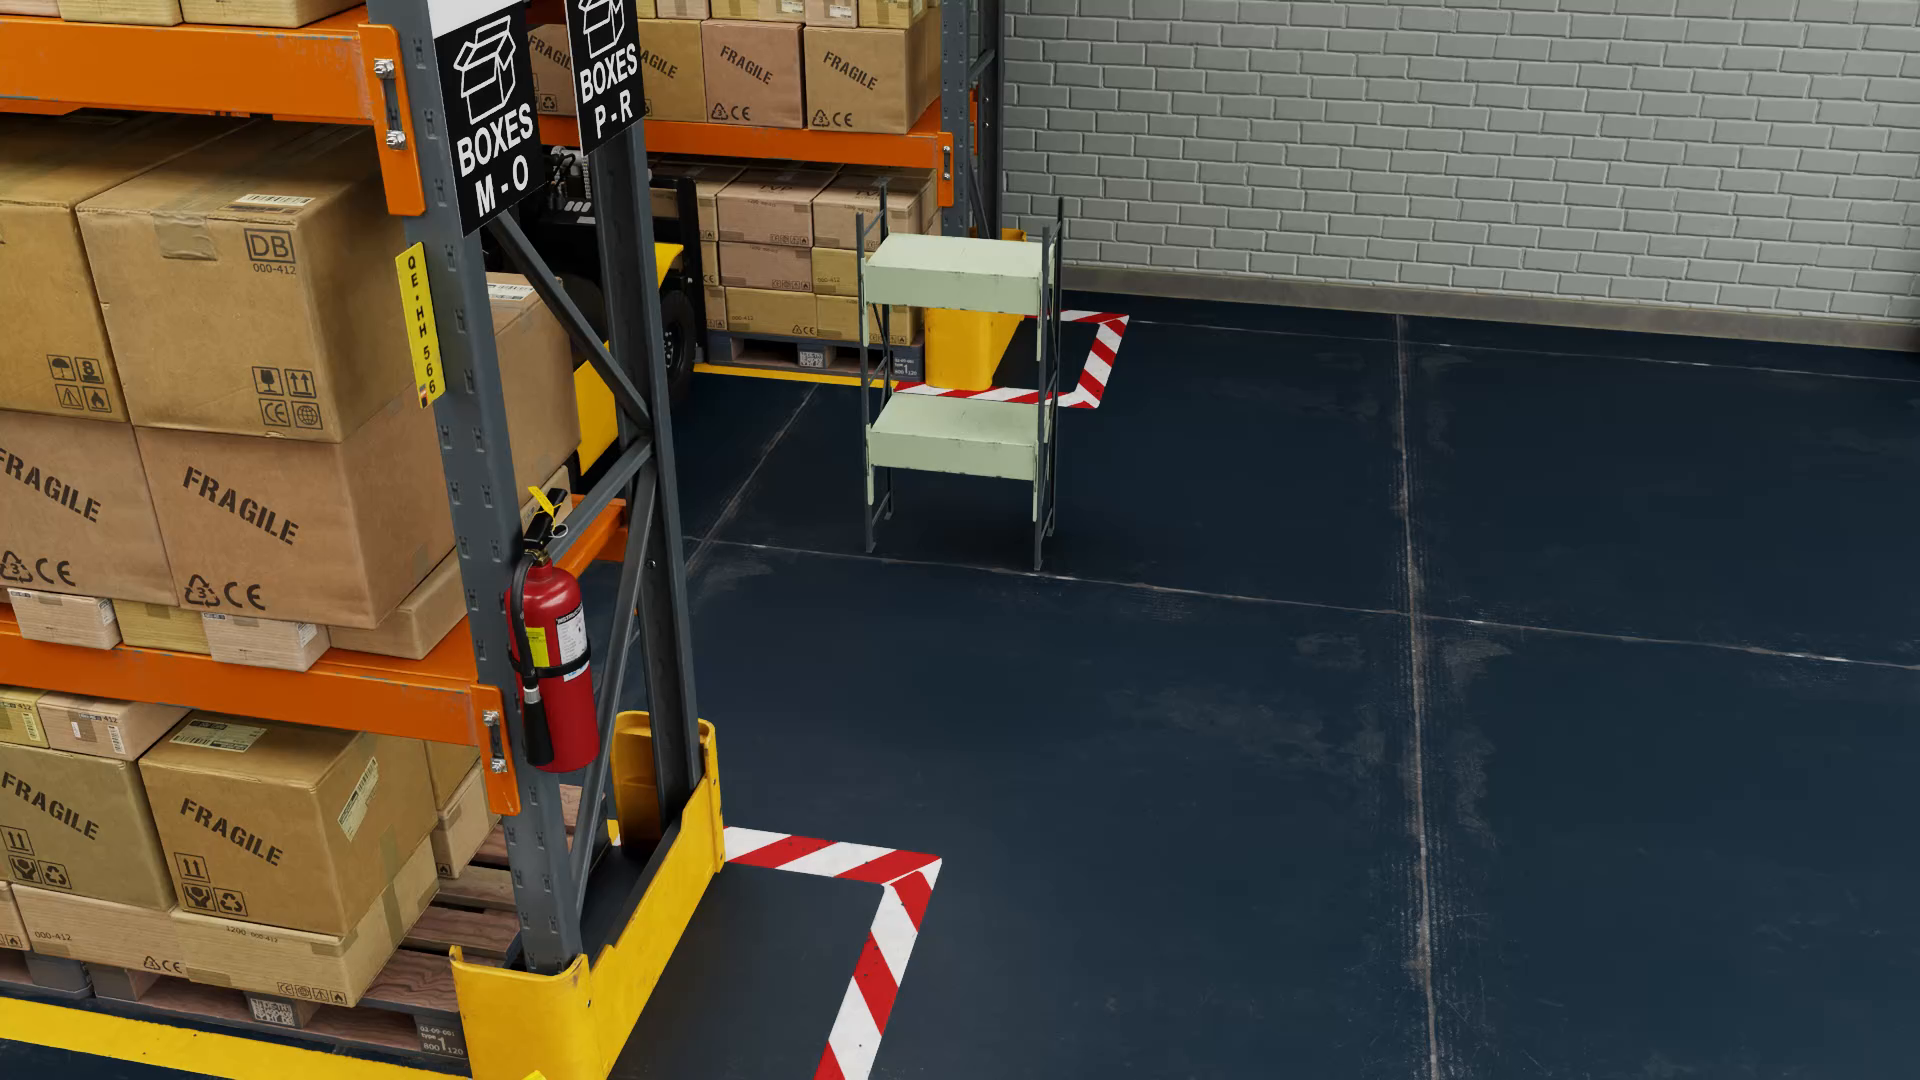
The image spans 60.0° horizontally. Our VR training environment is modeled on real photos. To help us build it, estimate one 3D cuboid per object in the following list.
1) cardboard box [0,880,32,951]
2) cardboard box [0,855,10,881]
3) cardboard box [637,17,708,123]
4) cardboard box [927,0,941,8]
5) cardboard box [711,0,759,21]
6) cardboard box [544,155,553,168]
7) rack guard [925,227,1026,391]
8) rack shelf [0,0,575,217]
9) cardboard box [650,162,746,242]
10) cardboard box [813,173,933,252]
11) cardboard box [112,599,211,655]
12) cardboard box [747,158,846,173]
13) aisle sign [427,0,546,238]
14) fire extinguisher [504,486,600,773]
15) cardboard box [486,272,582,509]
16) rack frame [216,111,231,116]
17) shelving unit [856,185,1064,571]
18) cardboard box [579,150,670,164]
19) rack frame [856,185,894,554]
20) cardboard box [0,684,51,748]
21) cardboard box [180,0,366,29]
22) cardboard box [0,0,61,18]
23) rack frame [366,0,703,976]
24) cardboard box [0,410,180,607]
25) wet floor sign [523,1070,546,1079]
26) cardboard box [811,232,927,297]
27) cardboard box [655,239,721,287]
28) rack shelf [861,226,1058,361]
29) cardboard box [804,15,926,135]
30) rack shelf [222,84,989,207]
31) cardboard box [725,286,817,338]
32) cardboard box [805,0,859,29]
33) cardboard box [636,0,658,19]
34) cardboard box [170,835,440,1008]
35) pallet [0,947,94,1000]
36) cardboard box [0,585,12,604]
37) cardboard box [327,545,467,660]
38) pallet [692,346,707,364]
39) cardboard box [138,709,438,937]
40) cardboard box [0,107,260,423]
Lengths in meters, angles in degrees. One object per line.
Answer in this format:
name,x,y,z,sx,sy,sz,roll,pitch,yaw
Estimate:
cardboard box,-2.826,0.915,4.881,0.500,0.250,0.500,5,29,9
cardboard box,-2.802,0.584,4.705,0.500,0.500,0.500,5,29,9
cardboard box,-1.471,-2.456,8.508,0.500,0.500,0.500,5,29,10
cardboard box,-0.206,-2.862,8.575,0.250,0.149,0.380,5,29,9
cardboard box,-1.063,-2.706,8.290,0.250,0.149,0.380,6,29,10
cardboard box,-2.445,-1.900,8.981,0.500,0.250,0.500,7,29,12
rack guard,0.095,-1.279,9.066,0.348,0.500,1.175,6,29,11
rack shelf,-2.917,-1.247,4.030,4.000,0.370,1.077,6,29,11
cardboard box,-1.440,-1.789,8.779,0.500,0.250,0.500,6,29,11
cardboard box,-0.444,-1.695,8.606,0.500,0.250,0.500,7,29,12
cardboard box,-1.889,0.117,4.174,0.250,0.149,0.380,5,29,10
cardboard box,-0.848,-1.980,9.128,0.500,0.250,0.500,6,29,11
aisle sign,-0.961,-1.045,3.327,0.004,0.787,0.394,6,29,11
fire extinguisher,-0.945,0.215,3.814,0.183,0.674,0.296,6,29,11
cardboard box,-1.366,-0.399,4.441,0.500,0.500,0.500,5,29,10
rack frame,-3.840,-2.779,9.203,0.127,3.000,1.000,6,29,11
shelving unit,0.007,-0.657,6.889,0.755,1.500,0.431,6,29,11
cardboard box,-1.835,-2.090,9.329,0.500,0.250,0.500,5,29,10
rack frame,-0.351,-0.694,6.956,0.023,1.500,0.400,6,29,11
cardboard box,-2.417,0.372,4.417,0.250,0.149,0.380,6,29,11
cardboard box,-1.368,-1.157,3.377,0.250,0.149,0.380,6,29,11
cardboard box,-1.871,-1.209,3.472,0.250,0.149,0.380,7,29,12
rack frame,-0.961,-0.047,4.212,0.127,3.000,1.000,6,29,11
cardboard box,-2.038,-0.198,4.075,0.500,0.500,0.500,6,29,11
wet floor sign,-0.999,1.508,3.824,0.232,0.644,0.267,17,33,28
cardboard box,-0.469,-1.478,8.731,0.500,0.250,0.500,5,29,10
cardboard box,-1.467,-1.575,8.908,0.500,0.250,0.500,5,29,9
rack shelf,0.007,-1.000,6.701,0.720,0.370,0.431,6,29,11
cardboard box,-0.464,-2.348,8.311,0.500,0.500,0.500,5,29,9
rack shelf,-1.884,-2.263,9.009,4.000,0.370,1.077,6,29,11
cardboard box,-0.938,-1.309,8.944,0.500,0.250,0.500,6,29,11
cardboard box,-0.582,-2.621,8.135,0.250,0.149,0.380,6,29,11
cardboard box,-1.585,-2.727,8.328,0.250,0.149,0.380,6,29,11
cardboard box,-1.831,1.018,4.693,0.500,0.250,0.500,6,29,10
pallet,-3.012,0.947,5.300,1.213,0.211,1.003,6,29,11
cardboard box,-2.368,0.014,4.362,0.250,0.149,0.380,6,29,11
cardboard box,-1.371,0.126,4.157,0.250,0.149,0.380,7,29,12
pallet,-1.874,-1.335,9.469,1.213,0.211,1.003,6,29,11
cardboard box,-1.799,0.688,4.514,0.500,0.500,0.500,6,29,11
cardboard box,-2.000,-0.663,3.882,0.500,0.500,0.700,6,29,11
